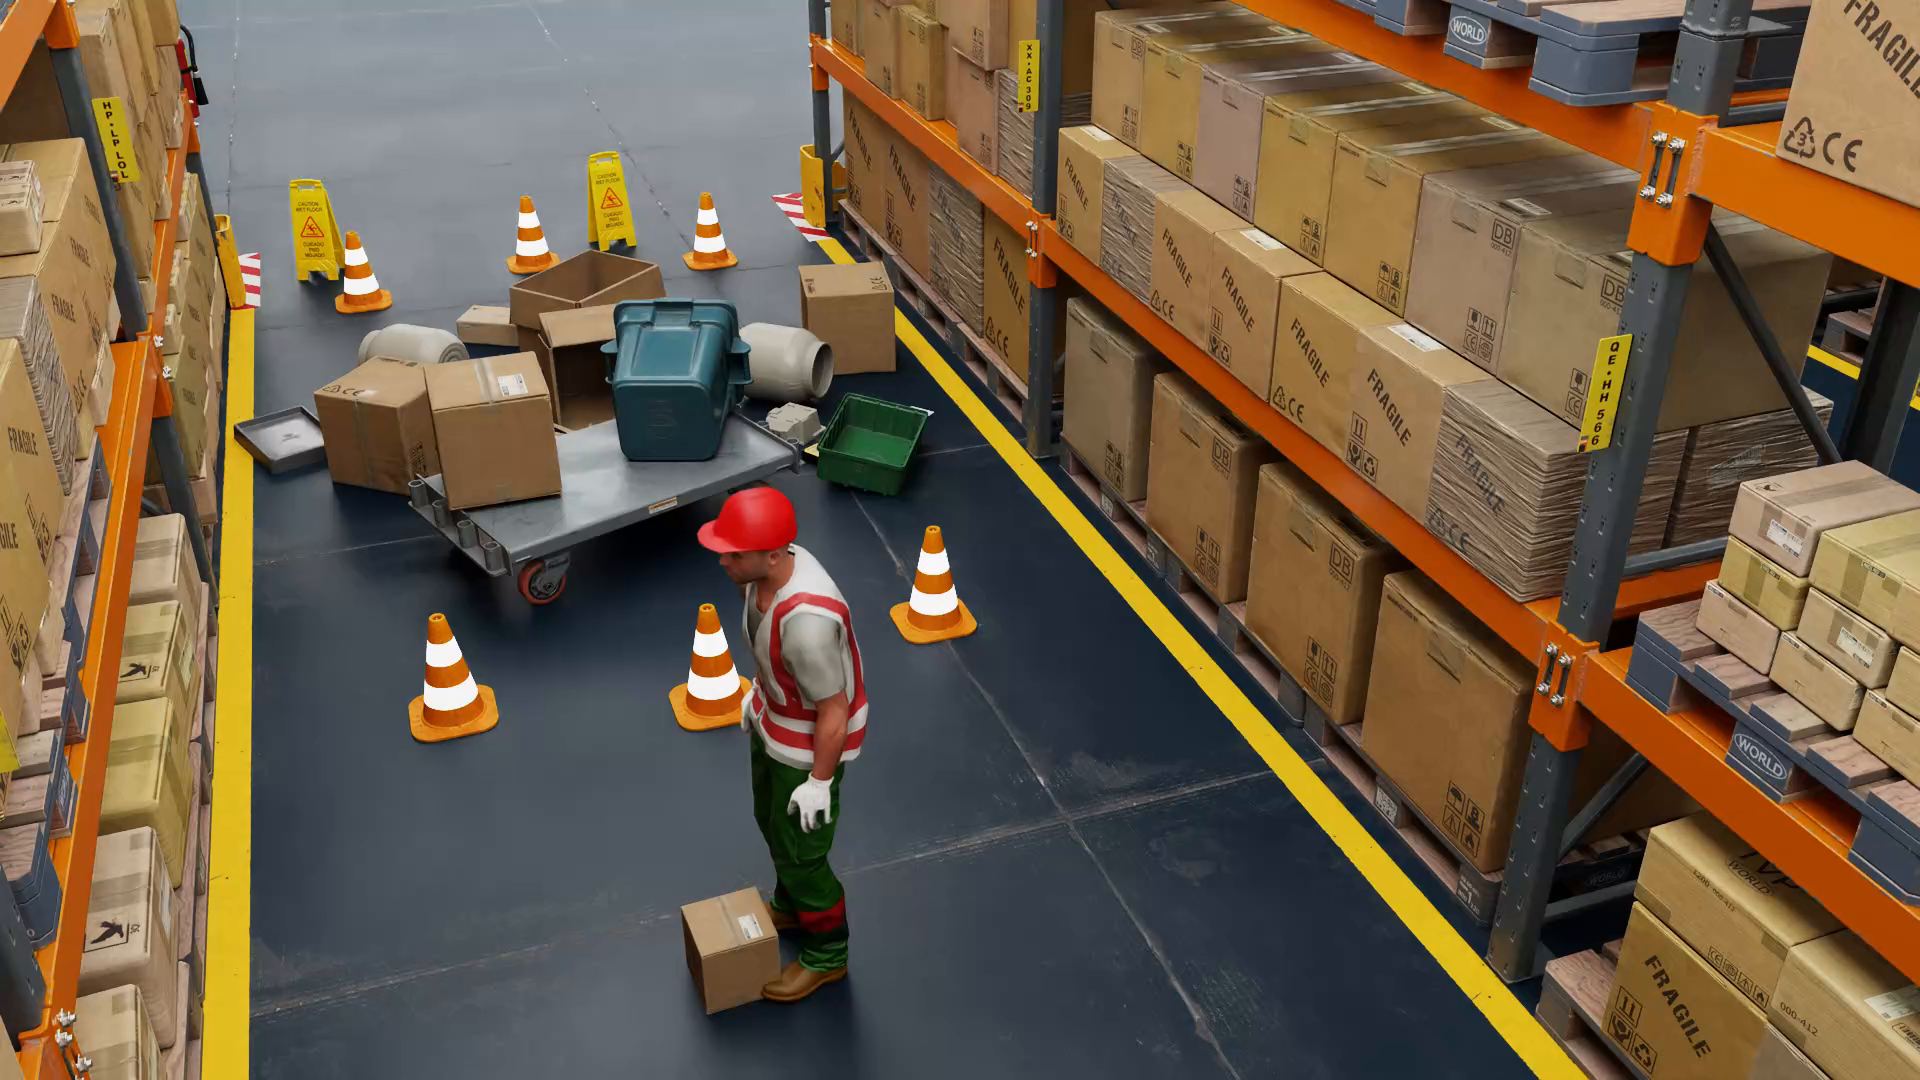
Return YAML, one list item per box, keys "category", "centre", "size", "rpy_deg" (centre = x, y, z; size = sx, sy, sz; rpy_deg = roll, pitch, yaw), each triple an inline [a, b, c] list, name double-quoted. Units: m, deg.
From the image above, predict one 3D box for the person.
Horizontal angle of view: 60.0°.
- category: "person"
  centre: [-0.522, 0.611, 5.038]
  size: [0.452, 1.777, 0.610]
  rpy_deg: [-12, 32, -20]
